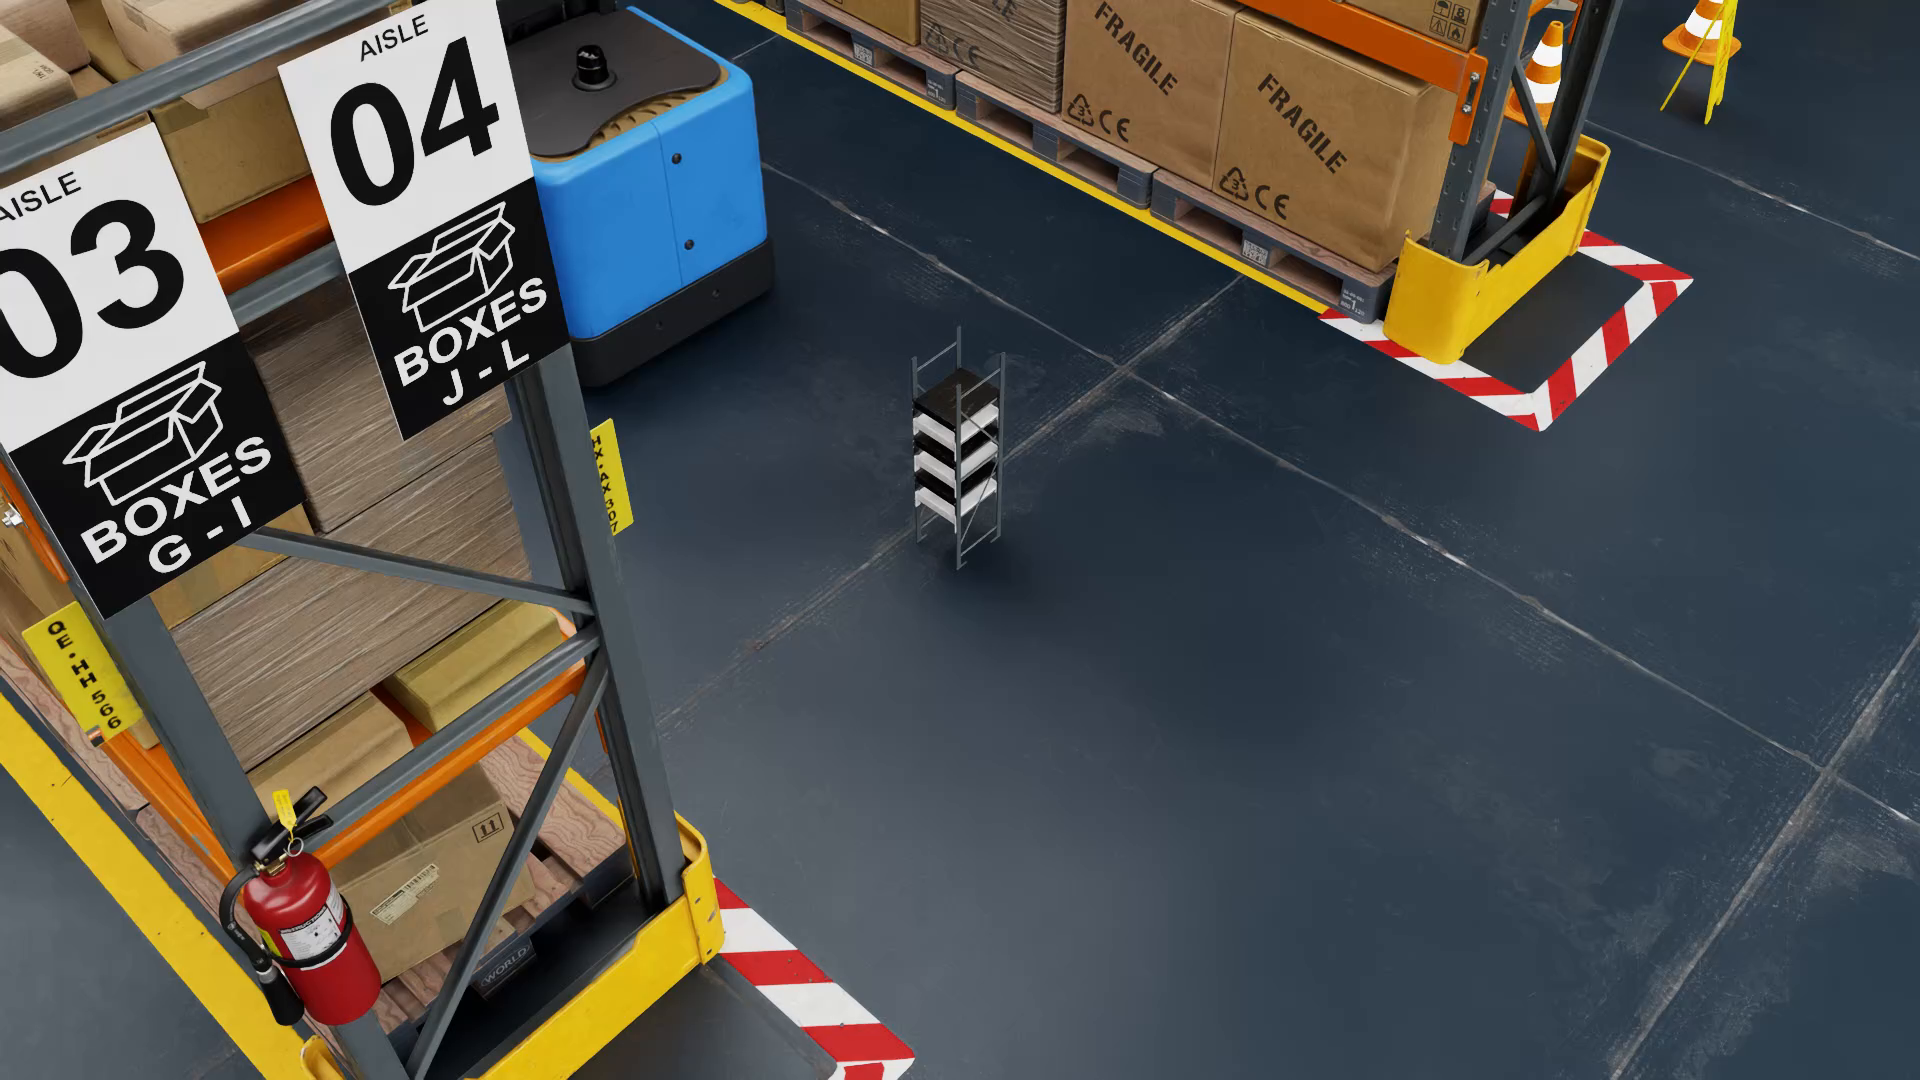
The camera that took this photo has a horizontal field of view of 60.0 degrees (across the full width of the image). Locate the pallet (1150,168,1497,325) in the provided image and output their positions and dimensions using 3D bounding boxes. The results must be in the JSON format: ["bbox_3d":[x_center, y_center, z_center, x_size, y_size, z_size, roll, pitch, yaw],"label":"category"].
[{"bbox_3d":[1.636,-1.546,7.557,1.213,0.211,1.003,34,55,28],"label":"pallet"}]

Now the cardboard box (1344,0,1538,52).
[{"bbox_3d":[1.974,-2.358,6.304,0.550,0.550,0.875,34,55,28],"label":"cardboard box"}]

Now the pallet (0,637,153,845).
[{"bbox_3d":[-2.682,0.353,5.774,1.213,0.211,1.003,34,55,28],"label":"pallet"}]

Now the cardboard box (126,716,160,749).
[{"bbox_3d":[-1.913,0.295,4.087,0.250,0.149,0.380,34,55,28],"label":"cardboard box"}]

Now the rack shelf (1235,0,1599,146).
[{"bbox_3d":[0.807,-2.890,7.400,4.000,0.370,1.077,34,55,28],"label":"rack shelf"}]

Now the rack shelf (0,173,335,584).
[{"bbox_3d":[-2.631,-1.310,3.858,4.000,0.370,1.077,34,55,28],"label":"rack shelf"}]

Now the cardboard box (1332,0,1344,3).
[{"bbox_3d":[1.555,-2.618,6.548,0.550,0.550,0.875,34,55,28],"label":"cardboard box"}]

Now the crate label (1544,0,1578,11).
[{"bbox_3d":[3.246,-2.984,8.958,0.298,0.136,0.250,9,48,9],"label":"crate label"}]

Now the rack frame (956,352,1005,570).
[{"bbox_3d":[0.069,-0.262,5.879,0.006,0.900,0.240,34,55,28],"label":"rack frame"}]

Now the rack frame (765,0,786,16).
[{"bbox_3d":[-0.662,-4.125,8.066,0.127,3.000,1.000,34,55,28],"label":"rack frame"}]

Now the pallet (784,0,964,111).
[{"bbox_3d":[-0.157,-2.753,8.690,1.213,0.211,1.003,34,55,28],"label":"pallet"}]

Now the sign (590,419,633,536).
[{"bbox_3d":[-0.793,-0.127,3.718,0.005,0.325,0.100,34,55,28],"label":"sign"}]

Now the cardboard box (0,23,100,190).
[{"bbox_3d":[-1.577,-0.622,2.549,0.250,0.149,0.380,34,55,28],"label":"cardboard box"}]

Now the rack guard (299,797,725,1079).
[{"bbox_3d":[-1.217,1.278,4.707,0.348,0.500,1.175,34,55,28],"label":"rack guard"}]

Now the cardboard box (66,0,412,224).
[{"bbox_3d":[-1.340,-0.892,3.076,0.500,0.250,0.500,36,56,29],"label":"cardboard box"}]

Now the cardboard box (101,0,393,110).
[{"bbox_3d":[-1.207,-0.912,2.821,0.250,0.149,0.380,34,55,27],"label":"cardboard box"}]

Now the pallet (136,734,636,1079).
[{"bbox_3d":[-1.790,0.956,5.208,1.213,0.211,1.003,34,55,28],"label":"pallet"}]

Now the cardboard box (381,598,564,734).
[{"bbox_3d":[-1.209,0.277,4.105,0.250,0.149,0.380,34,55,28],"label":"cardboard box"}]

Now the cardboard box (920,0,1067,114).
[{"bbox_3d":[0.417,-2.750,7.943,0.875,0.875,0.875,34,56,28],"label":"cardboard box"}]

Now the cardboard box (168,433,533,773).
[{"bbox_3d":[-1.547,0.037,3.885,0.500,0.500,0.875,34,55,28],"label":"cardboard box"}]

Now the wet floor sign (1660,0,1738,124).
[{"bbox_3d":[3.641,-2.388,8.050,0.232,0.644,0.267,25,52,22],"label":"wet floor sign"}]

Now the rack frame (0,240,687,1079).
[{"bbox_3d":[-1.161,0.460,3.761,0.127,3.000,1.000,34,55,28],"label":"rack frame"}]

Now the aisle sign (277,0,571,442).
[{"bbox_3d":[-0.912,-0.560,2.935,0.004,0.787,0.394,34,55,28],"label":"aisle sign"}]

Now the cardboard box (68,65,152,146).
[{"bbox_3d":[-1.688,-0.618,2.818,0.500,0.250,0.500,35,56,28],"label":"cardboard box"}]

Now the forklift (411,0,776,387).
[{"bbox_3d":[-2.198,-2.590,6.671,3.031,2.935,1.130,36,56,29],"label":"forklift"}]

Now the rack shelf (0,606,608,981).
[{"bbox_3d":[-2.631,-0.283,4.952,4.000,0.370,1.077,34,55,28],"label":"rack shelf"}]

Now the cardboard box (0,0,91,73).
[{"bbox_3d":[-1.689,-0.814,2.728,0.250,0.149,0.380,32,55,27],"label":"cardboard box"}]

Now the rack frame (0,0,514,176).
[{"bbox_3d":[-1.161,-1.594,1.574,0.127,3.000,1.000,34,55,28],"label":"rack frame"}]

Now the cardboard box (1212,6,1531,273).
[{"bbox_3d":[1.734,-1.864,7.112,0.875,0.875,0.875,34,56,28],"label":"cardboard box"}]

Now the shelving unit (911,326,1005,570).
[{"bbox_3d":[-0.006,-0.312,5.926,0.210,0.900,0.258,34,55,28],"label":"shelving unit"}]

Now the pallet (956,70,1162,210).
[{"bbox_3d":[0.744,-2.150,8.124,1.213,0.211,1.003,34,55,28],"label":"pallet"}]

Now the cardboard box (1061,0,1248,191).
[{"bbox_3d":[1.086,-2.298,7.519,0.875,0.875,0.875,33,55,27],"label":"cardboard box"}]

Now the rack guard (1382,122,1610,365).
[{"bbox_3d":[2.295,-1.280,7.109,0.348,0.500,1.175,34,55,28],"label":"rack guard"}]

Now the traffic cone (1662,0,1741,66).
[{"bbox_3d":[3.866,-2.740,8.505,0.334,0.463,0.336,34,55,28],"label":"traffic cone"}]

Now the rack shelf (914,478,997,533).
[{"bbox_3d":[-0.006,-0.166,6.081,0.200,0.077,0.258,34,55,28],"label":"rack shelf"}]

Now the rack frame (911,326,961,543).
[{"bbox_3d":[-0.081,-0.362,5.973,0.006,0.900,0.240,34,55,28],"label":"rack frame"}]

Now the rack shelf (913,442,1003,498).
[{"bbox_3d":[-0.006,-0.289,5.950,0.200,0.077,0.258,34,55,28],"label":"rack shelf"}]

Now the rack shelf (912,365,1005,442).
[{"bbox_3d":[-0.006,-0.474,5.753,0.200,0.077,0.258,34,55,28],"label":"rack shelf"}]

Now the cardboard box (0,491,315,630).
[{"bbox_3d":[-1.733,-0.158,3.382,0.500,0.500,0.500,34,55,28],"label":"cardboard box"}]

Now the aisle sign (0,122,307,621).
[{"bbox_3d":[-1.319,-0.239,2.633,0.004,0.787,0.394,34,55,28],"label":"aisle sign"}]

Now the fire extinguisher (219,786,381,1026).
[{"bbox_3d":[-1.390,0.790,3.504,0.183,0.674,0.296,34,55,28],"label":"fire extinguisher"}]

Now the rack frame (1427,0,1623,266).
[{"bbox_3d":[2.277,-2.147,6.209,0.127,3.000,1.000,34,55,28],"label":"rack frame"}]

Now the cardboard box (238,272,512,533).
[{"bbox_3d":[-1.381,-0.437,3.644,0.500,0.500,0.500,34,55,28],"label":"cardboard box"}]

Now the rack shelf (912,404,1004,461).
[{"bbox_3d":[-0.006,-0.412,5.819,0.200,0.077,0.258,34,55,28],"label":"rack shelf"}]

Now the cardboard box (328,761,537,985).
[{"bbox_3d":[-1.609,0.854,4.817,0.500,0.500,0.500,-28,53,-24],"label":"cardboard box"}]

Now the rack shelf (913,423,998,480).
[{"bbox_3d":[-0.006,-0.351,5.884,0.200,0.077,0.258,34,55,28],"label":"rack shelf"}]

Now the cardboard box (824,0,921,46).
[{"bbox_3d":[-0.248,-3.193,8.360,0.875,0.875,0.875,35,56,28],"label":"cardboard box"}]

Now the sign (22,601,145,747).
[{"bbox_3d":[-1.552,0.243,2.954,0.005,0.325,0.100,34,55,28],"label":"sign"}]

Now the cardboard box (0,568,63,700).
[{"bbox_3d":[-1.996,-0.146,4.057,0.500,0.500,0.875,34,55,28],"label":"cardboard box"}]

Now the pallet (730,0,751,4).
[{"bbox_3d":[-1.280,-3.512,9.403,1.213,0.211,1.003,34,55,28],"label":"pallet"}]

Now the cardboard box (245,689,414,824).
[{"bbox_3d":[-1.511,0.515,3.881,0.250,0.149,0.380,34,55,28],"label":"cardboard box"}]

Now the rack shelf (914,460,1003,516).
[{"bbox_3d":[-0.006,-0.228,6.016,0.200,0.077,0.258,34,55,28],"label":"rack shelf"}]

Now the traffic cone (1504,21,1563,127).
[{"bbox_3d":[2.850,-2.302,8.094,0.334,0.463,0.336,34,55,28],"label":"traffic cone"}]
